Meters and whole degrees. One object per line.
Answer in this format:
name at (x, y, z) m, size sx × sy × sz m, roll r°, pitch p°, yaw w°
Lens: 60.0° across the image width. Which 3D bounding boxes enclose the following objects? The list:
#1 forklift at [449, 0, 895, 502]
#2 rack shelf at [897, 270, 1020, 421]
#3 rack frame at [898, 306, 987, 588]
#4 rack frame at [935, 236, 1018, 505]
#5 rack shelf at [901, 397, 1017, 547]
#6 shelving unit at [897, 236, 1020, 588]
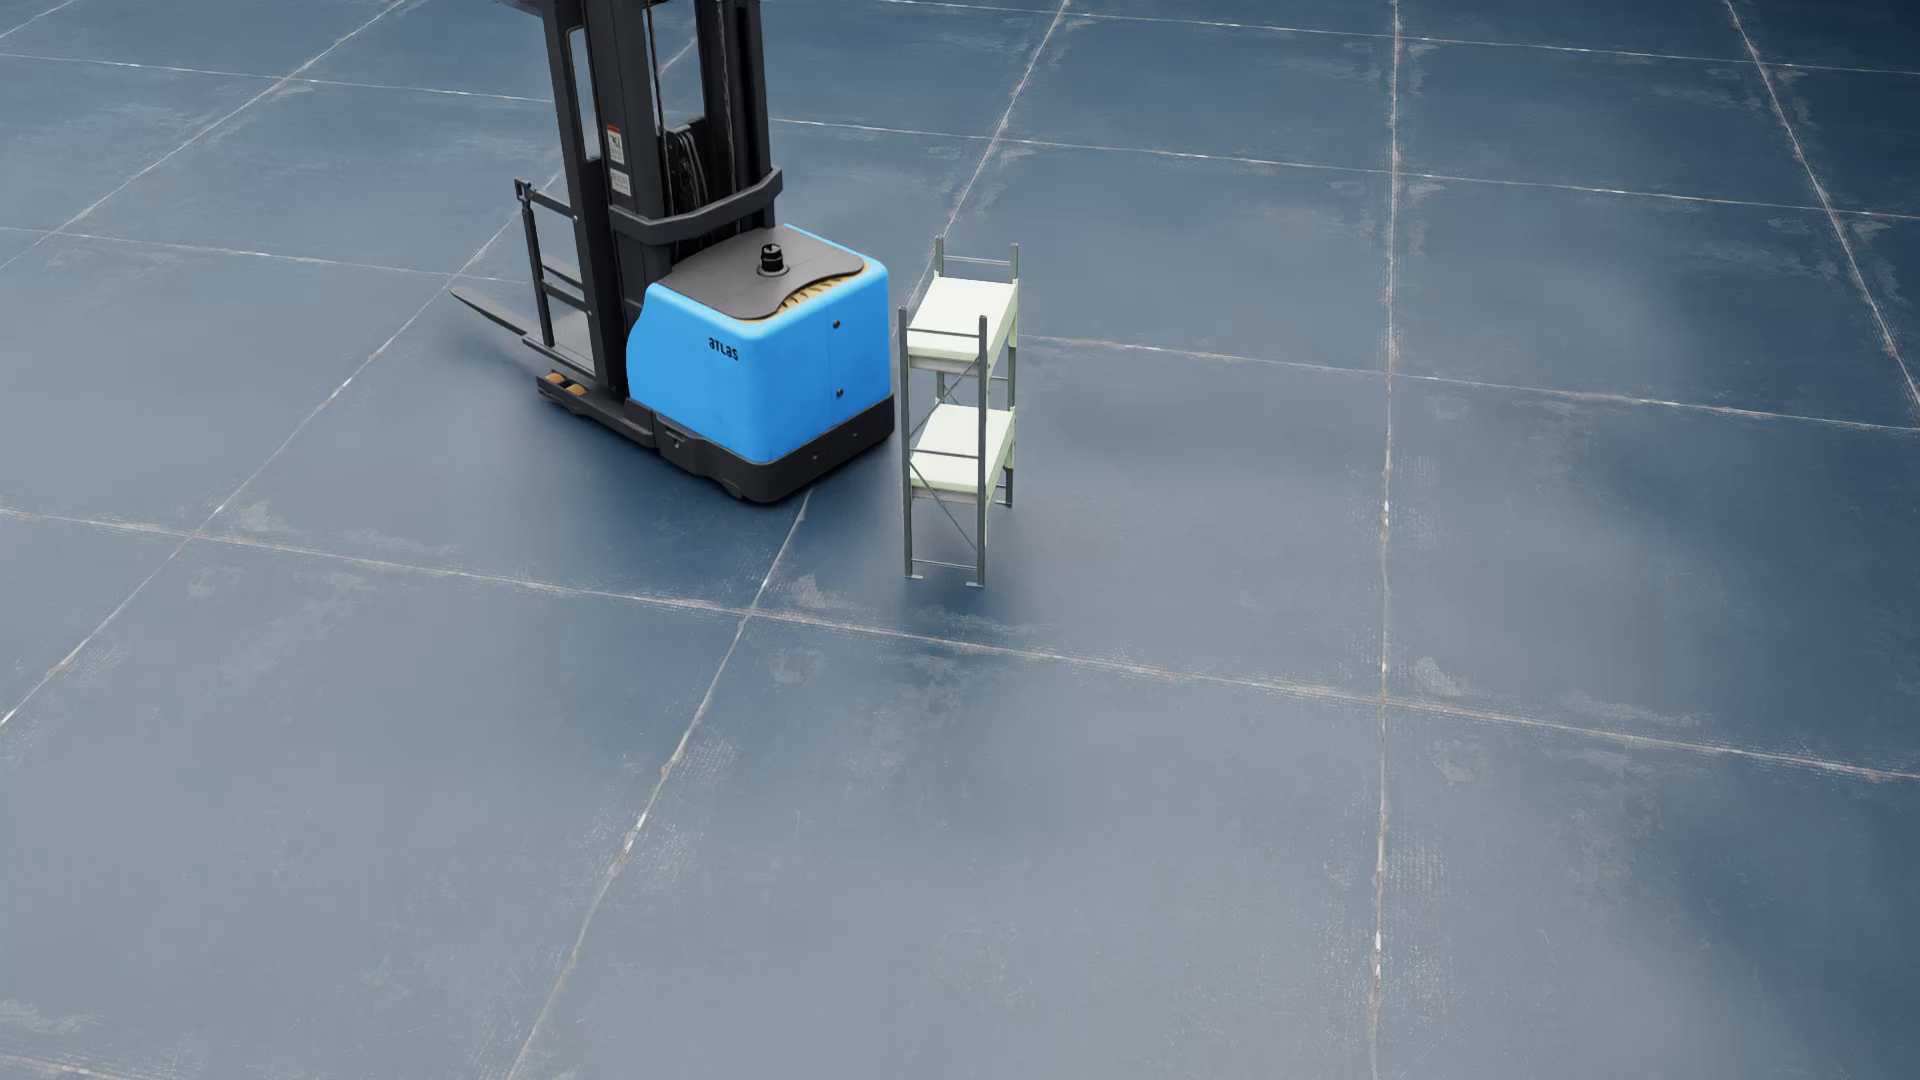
forklift at (-1.802, -2.115, 8.940) m, size 3.031 × 2.935 × 1.130 m, roll 27°, pitch 44°, yaw 32°
rack shelf at (0.001, -0.927, 7.856) m, size 0.431 × 0.370 × 0.720 m, roll 7°, pitch 37°, yaw 10°
rack frame at (-0.077, -0.401, 7.796) m, size 0.400 × 1.500 × 0.023 m, roll 7°, pitch 37°, yaw 10°
rack frame at (0.080, -0.821, 8.375) m, size 0.400 × 1.500 × 0.023 m, roll 7°, pitch 37°, yaw 10°
rack shelf at (0.001, -0.347, 8.277) m, size 0.431 × 0.370 × 0.720 m, roll 7°, pitch 37°, yaw 10°
shelving unit at (0.001, -0.611, 8.085) m, size 0.431 × 1.500 × 0.755 m, roll 7°, pitch 37°, yaw 10°
